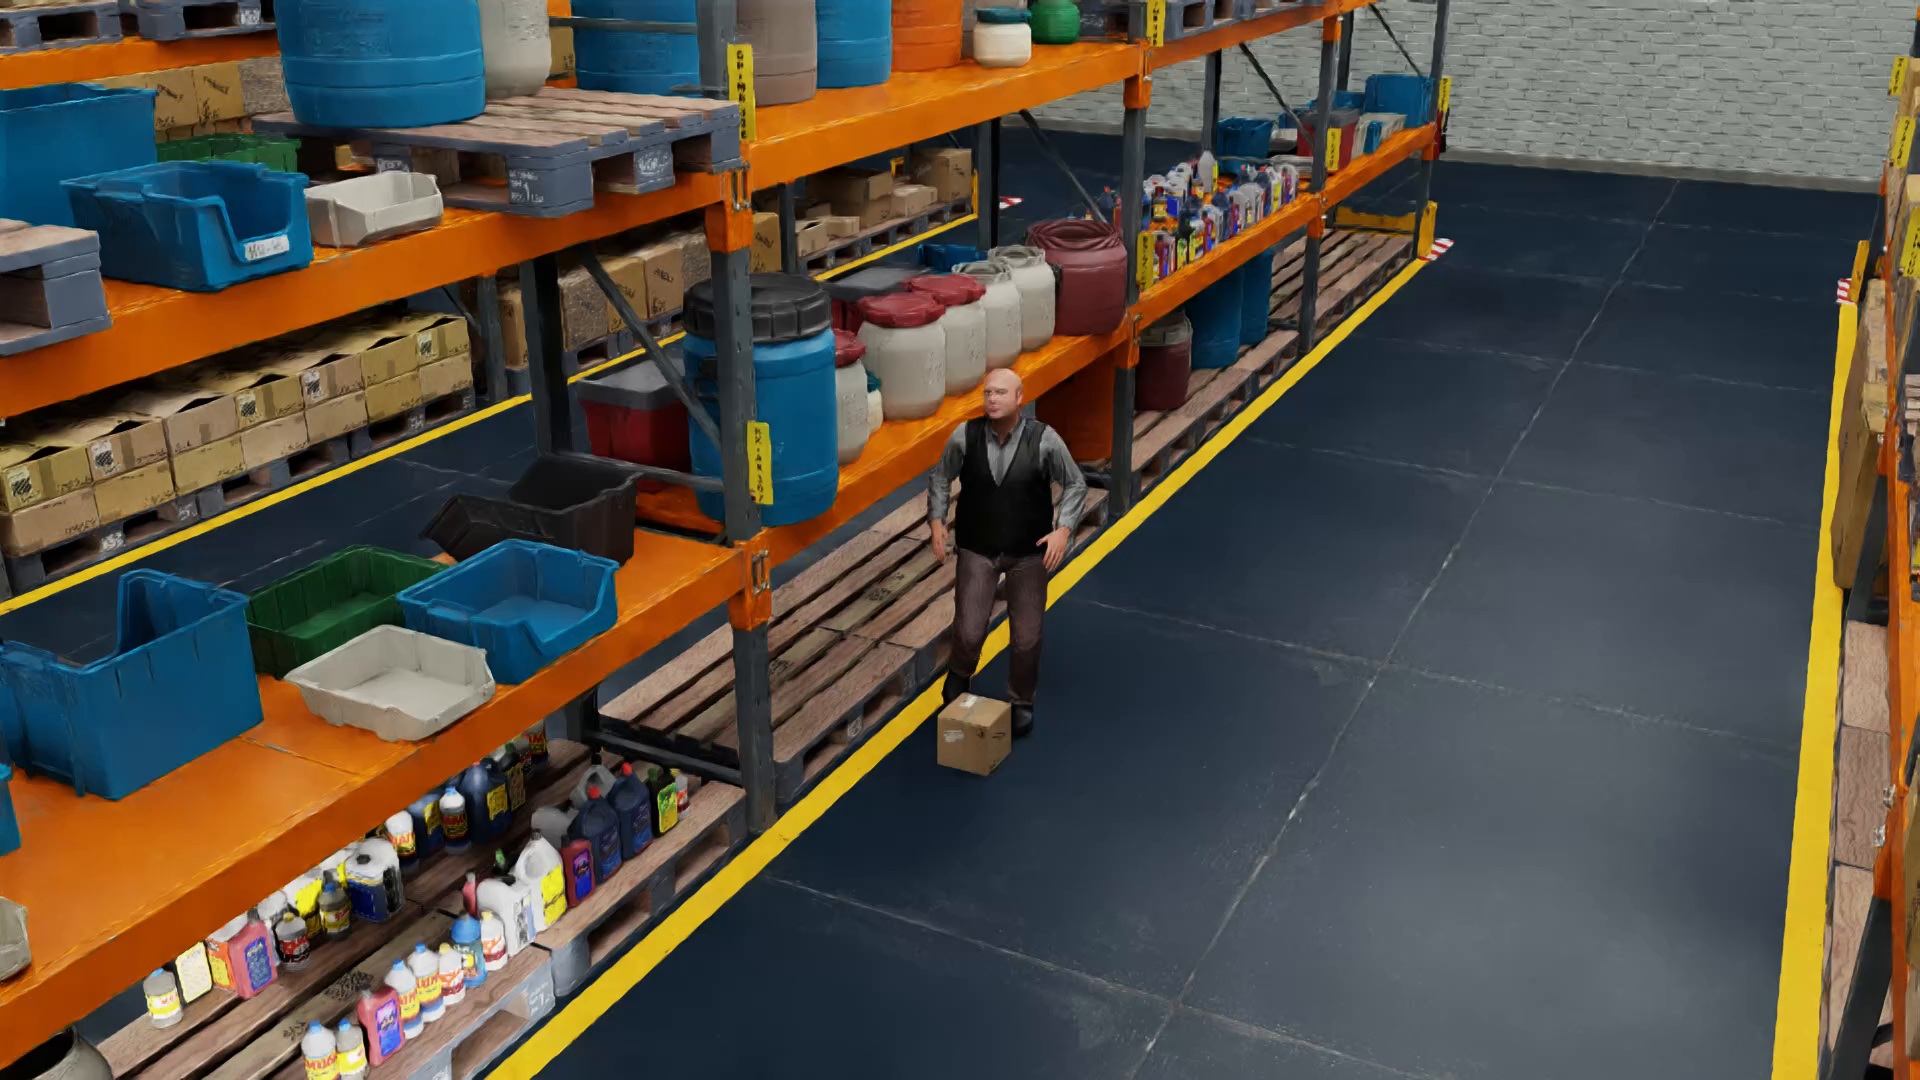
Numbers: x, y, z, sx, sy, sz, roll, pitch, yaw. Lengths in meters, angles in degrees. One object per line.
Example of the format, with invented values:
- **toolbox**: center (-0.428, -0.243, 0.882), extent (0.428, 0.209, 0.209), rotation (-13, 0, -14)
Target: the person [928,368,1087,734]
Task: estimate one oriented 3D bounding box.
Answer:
- **person**: center (0.208, 0.070, 7.504), extent (0.716, 1.694, 0.505), rotation (1, 23, 2)
